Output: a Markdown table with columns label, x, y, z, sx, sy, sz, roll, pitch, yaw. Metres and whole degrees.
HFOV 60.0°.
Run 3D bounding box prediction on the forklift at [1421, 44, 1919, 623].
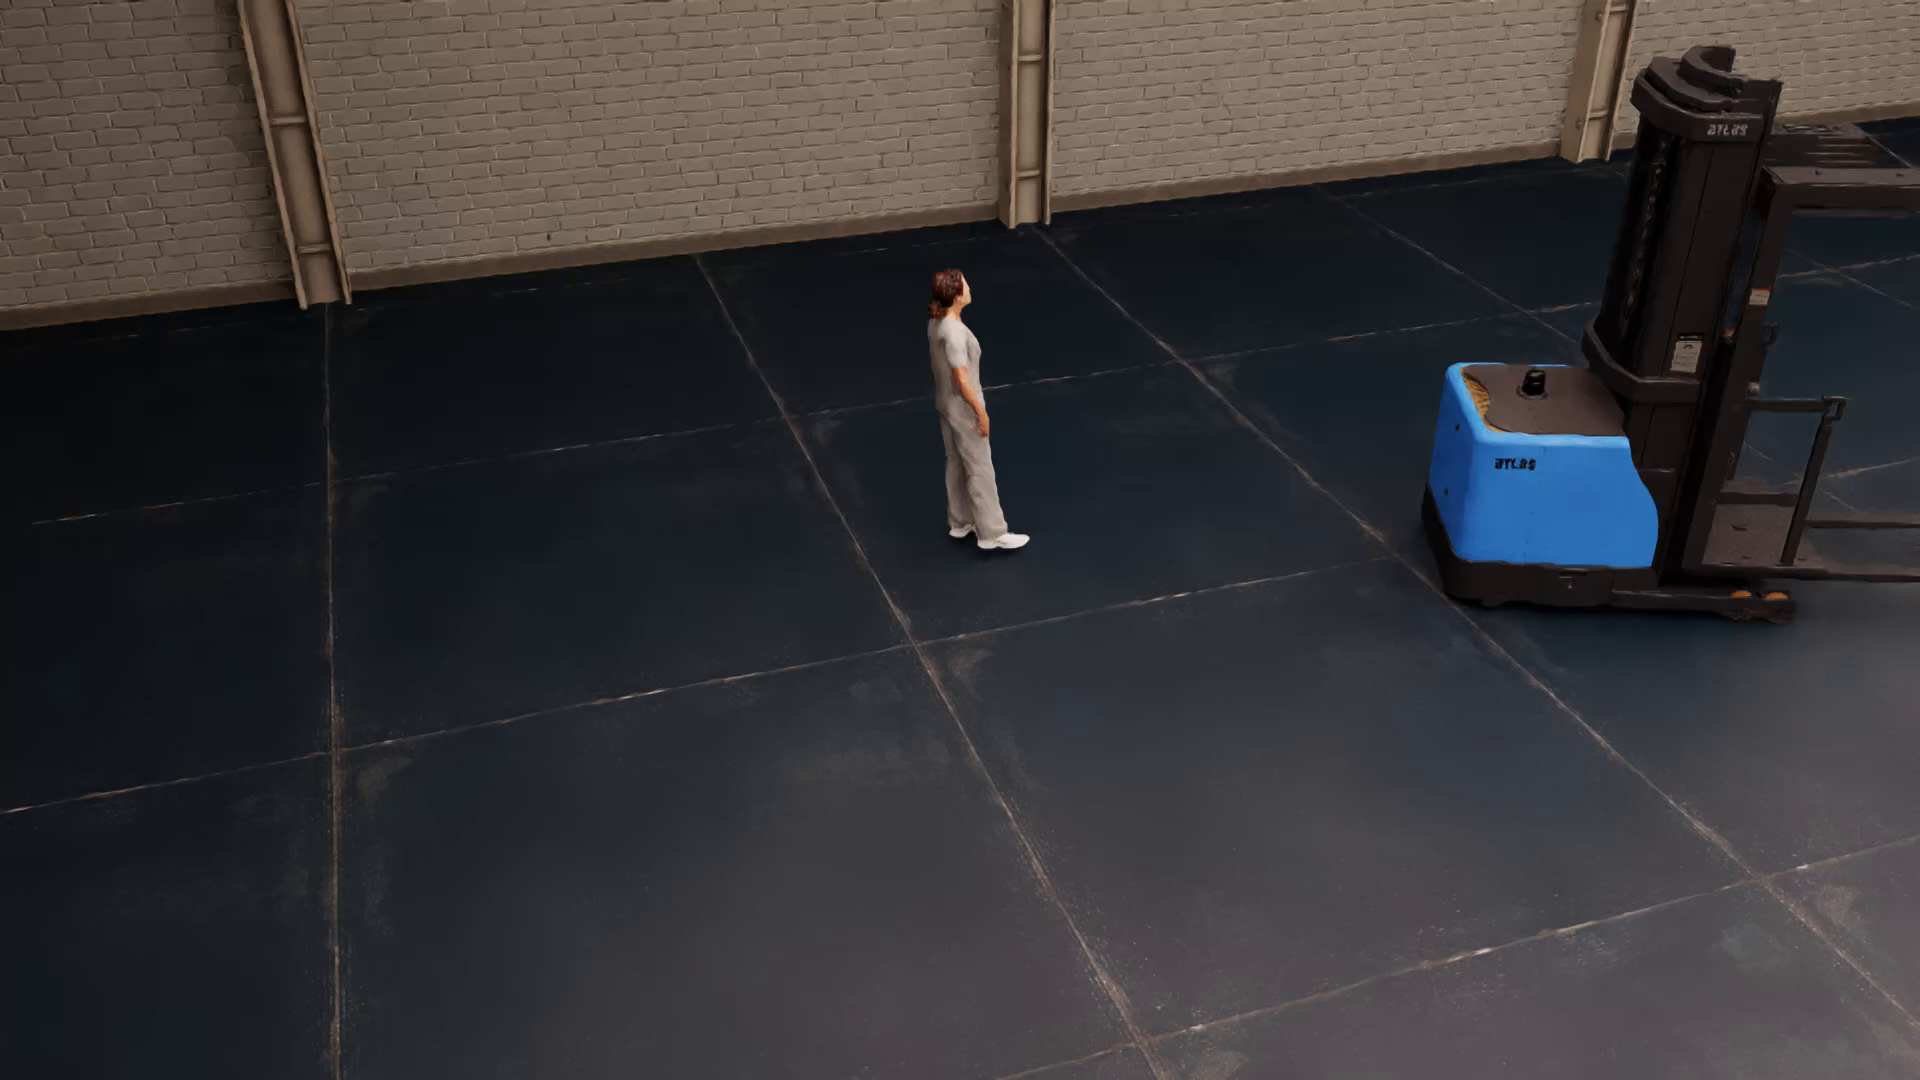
| label | x | y | z | sx | sy | sz | roll | pitch | yaw |
| --- | --- | --- | --- | --- | --- | --- | --- | --- | --- |
| forklift | 4.288 | -1.089 | 8.980 | 3.031 | 2.935 | 1.130 | 2 | 30 | 4 |

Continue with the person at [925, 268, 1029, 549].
| label | x | y | z | sx | sy | sz | roll | pitch | yaw |
| --- | --- | --- | --- | --- | --- | --- | --- | --- | --- |
| person | 0.081 | -0.769 | 9.599 | 0.534 | 1.662 | 0.550 | -10 | 31 | -16 |
